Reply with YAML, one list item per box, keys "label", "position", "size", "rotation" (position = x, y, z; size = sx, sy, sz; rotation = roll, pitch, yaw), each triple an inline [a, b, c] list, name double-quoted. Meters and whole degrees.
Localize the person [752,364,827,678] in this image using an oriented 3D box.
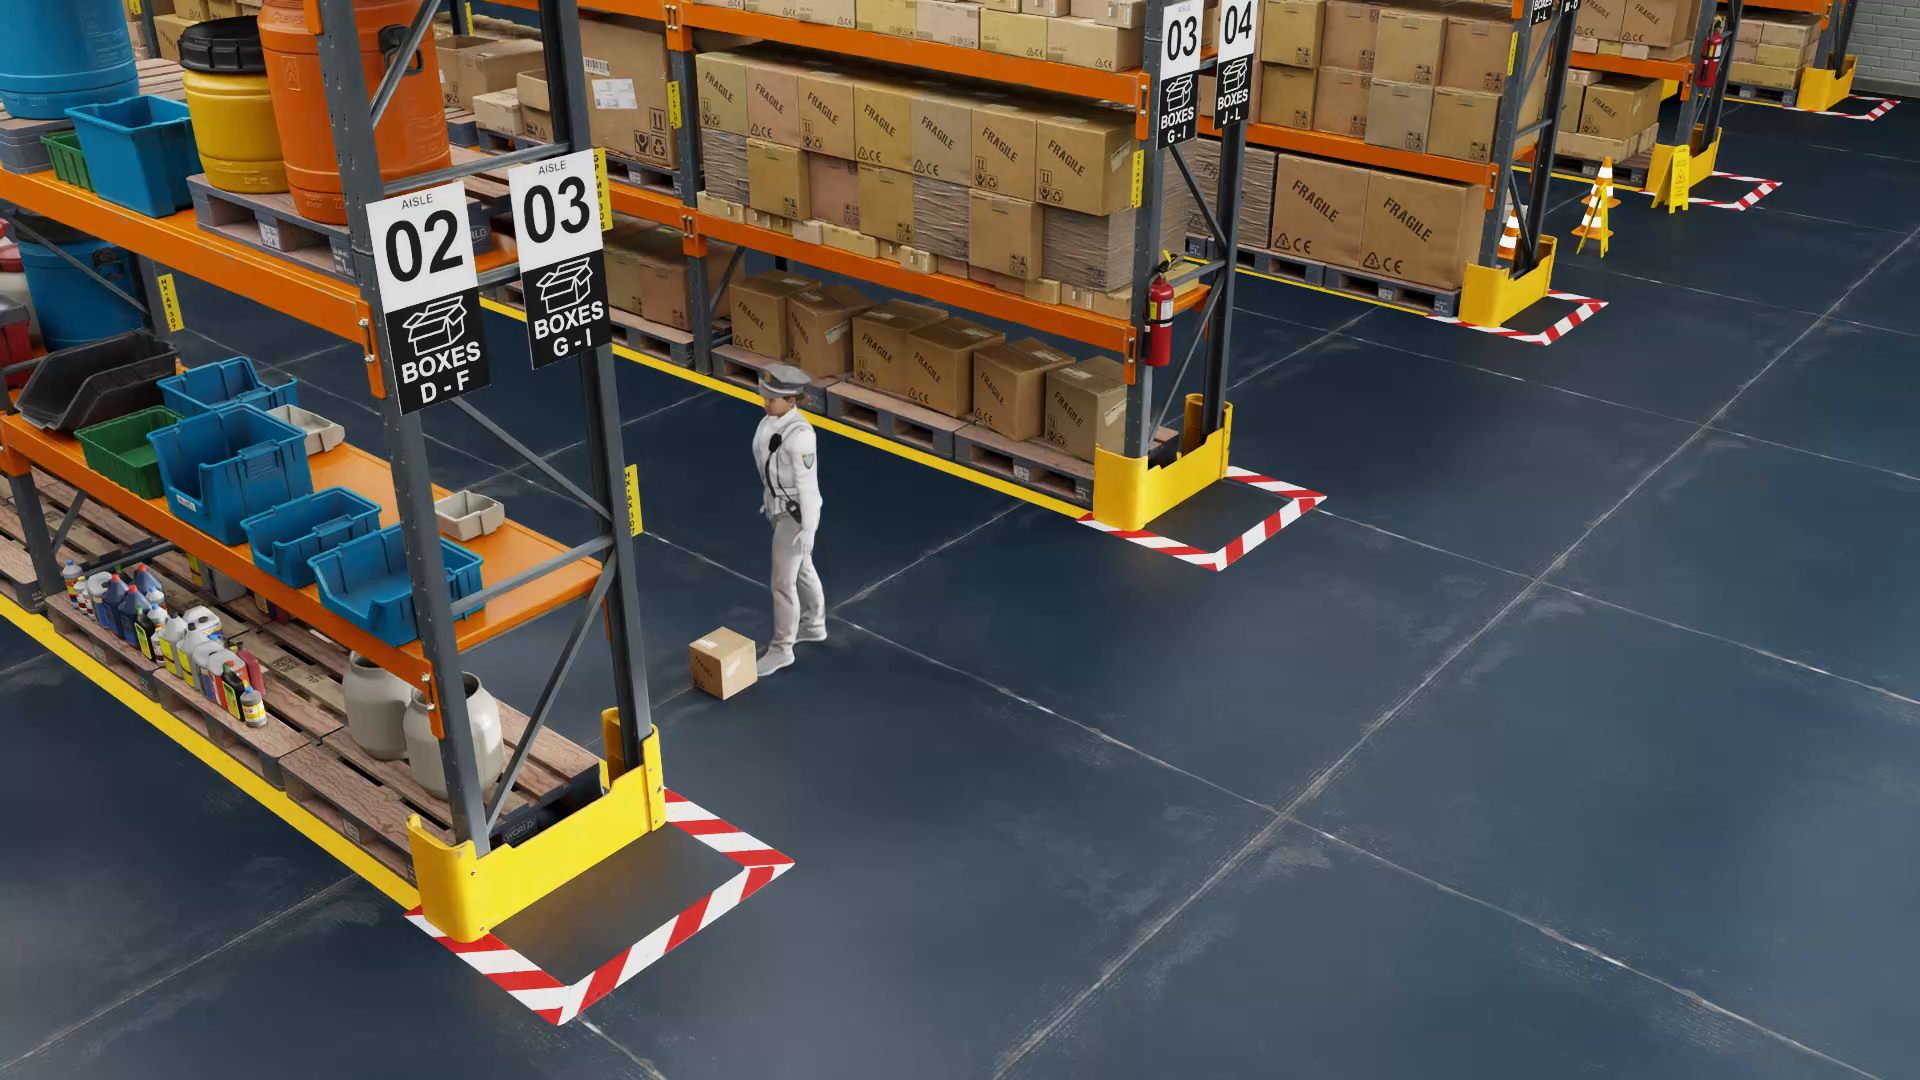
- label: "person"
  position: [-0.988, -0.139, 8.859]
  size: [0.522, 1.685, 0.526]
  rotation: [-10, 29, -18]
